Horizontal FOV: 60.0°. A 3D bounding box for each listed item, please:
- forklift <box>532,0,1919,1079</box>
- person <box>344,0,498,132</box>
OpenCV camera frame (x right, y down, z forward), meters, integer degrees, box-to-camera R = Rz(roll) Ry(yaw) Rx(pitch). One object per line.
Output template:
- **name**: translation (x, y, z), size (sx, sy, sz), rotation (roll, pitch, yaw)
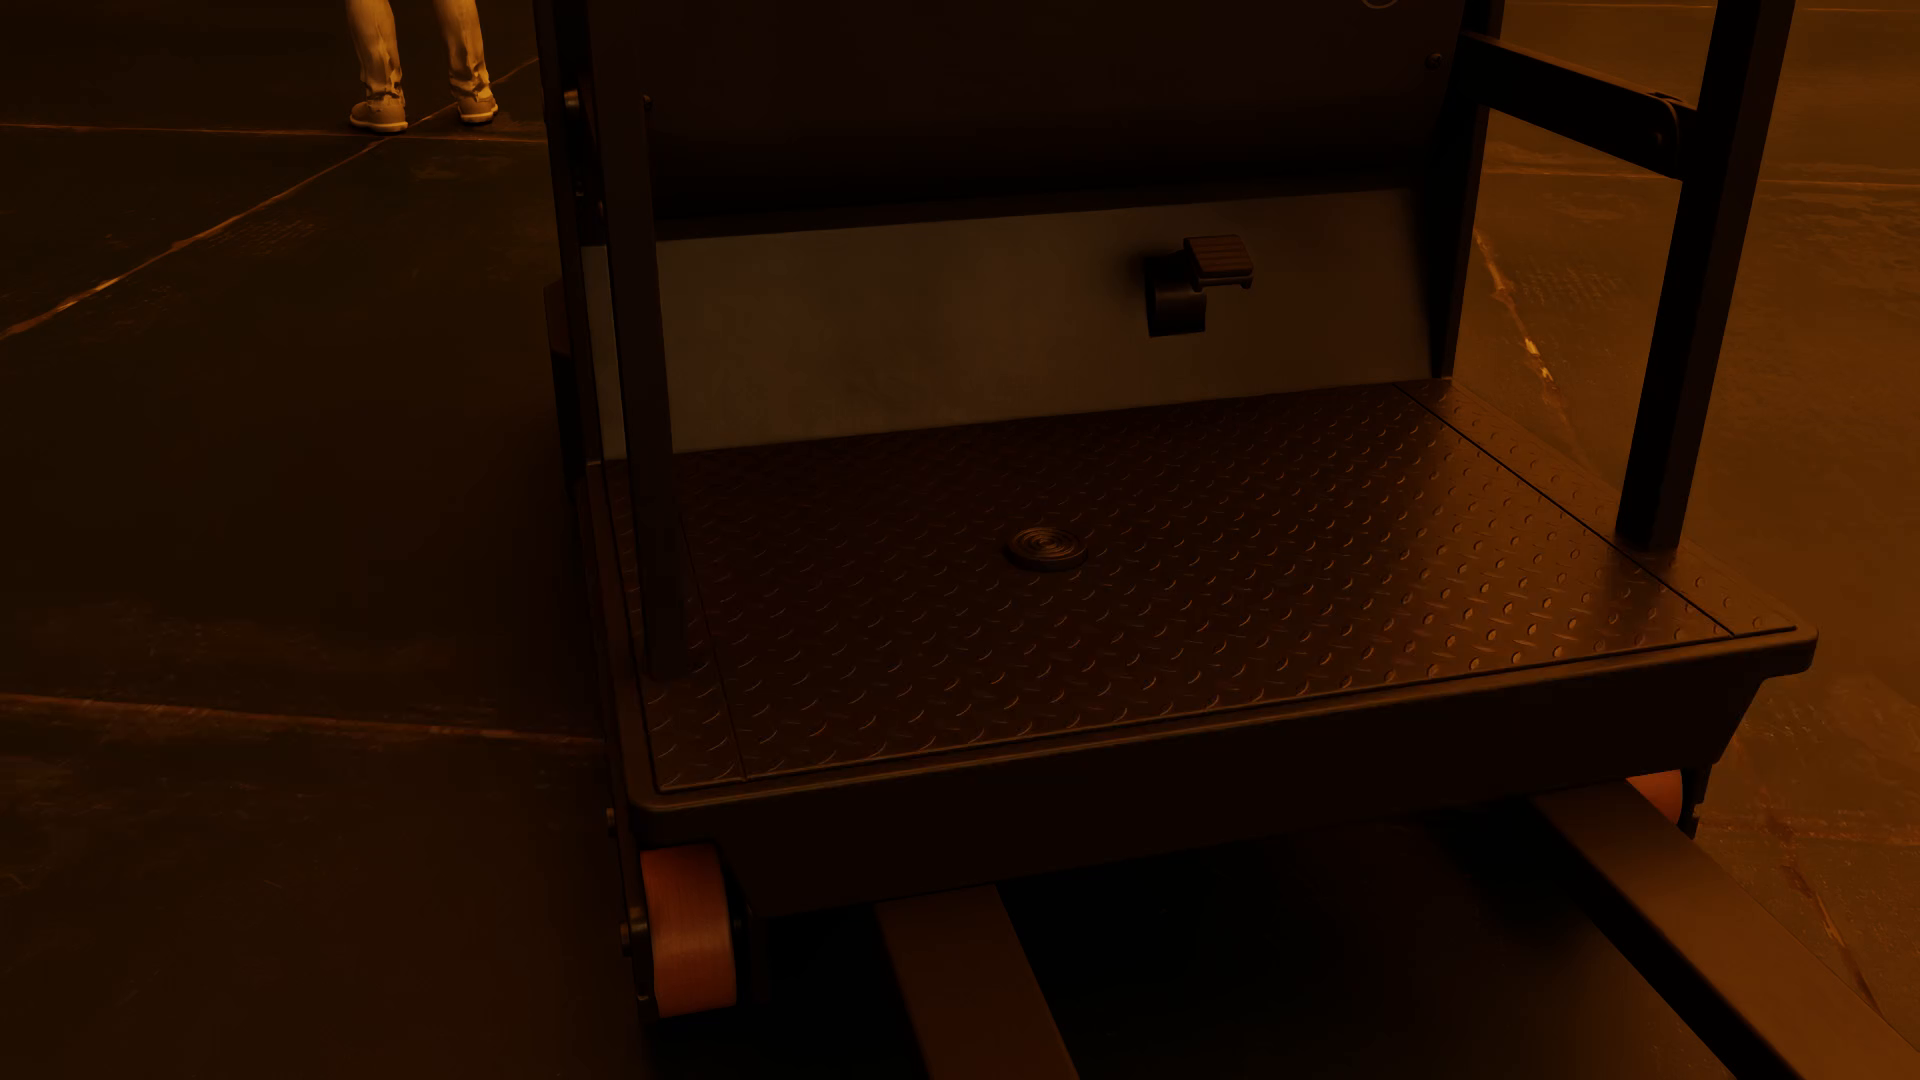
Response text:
- **forklift**: translation (0.153, -1.049, 1.319), size (1.130, 2.935, 3.031), rotation (-7, 27, -13)
- **person**: translation (-1.636, -1.992, 4.630), size (0.542, 1.665, 0.373), rotation (-15, 30, -27)
